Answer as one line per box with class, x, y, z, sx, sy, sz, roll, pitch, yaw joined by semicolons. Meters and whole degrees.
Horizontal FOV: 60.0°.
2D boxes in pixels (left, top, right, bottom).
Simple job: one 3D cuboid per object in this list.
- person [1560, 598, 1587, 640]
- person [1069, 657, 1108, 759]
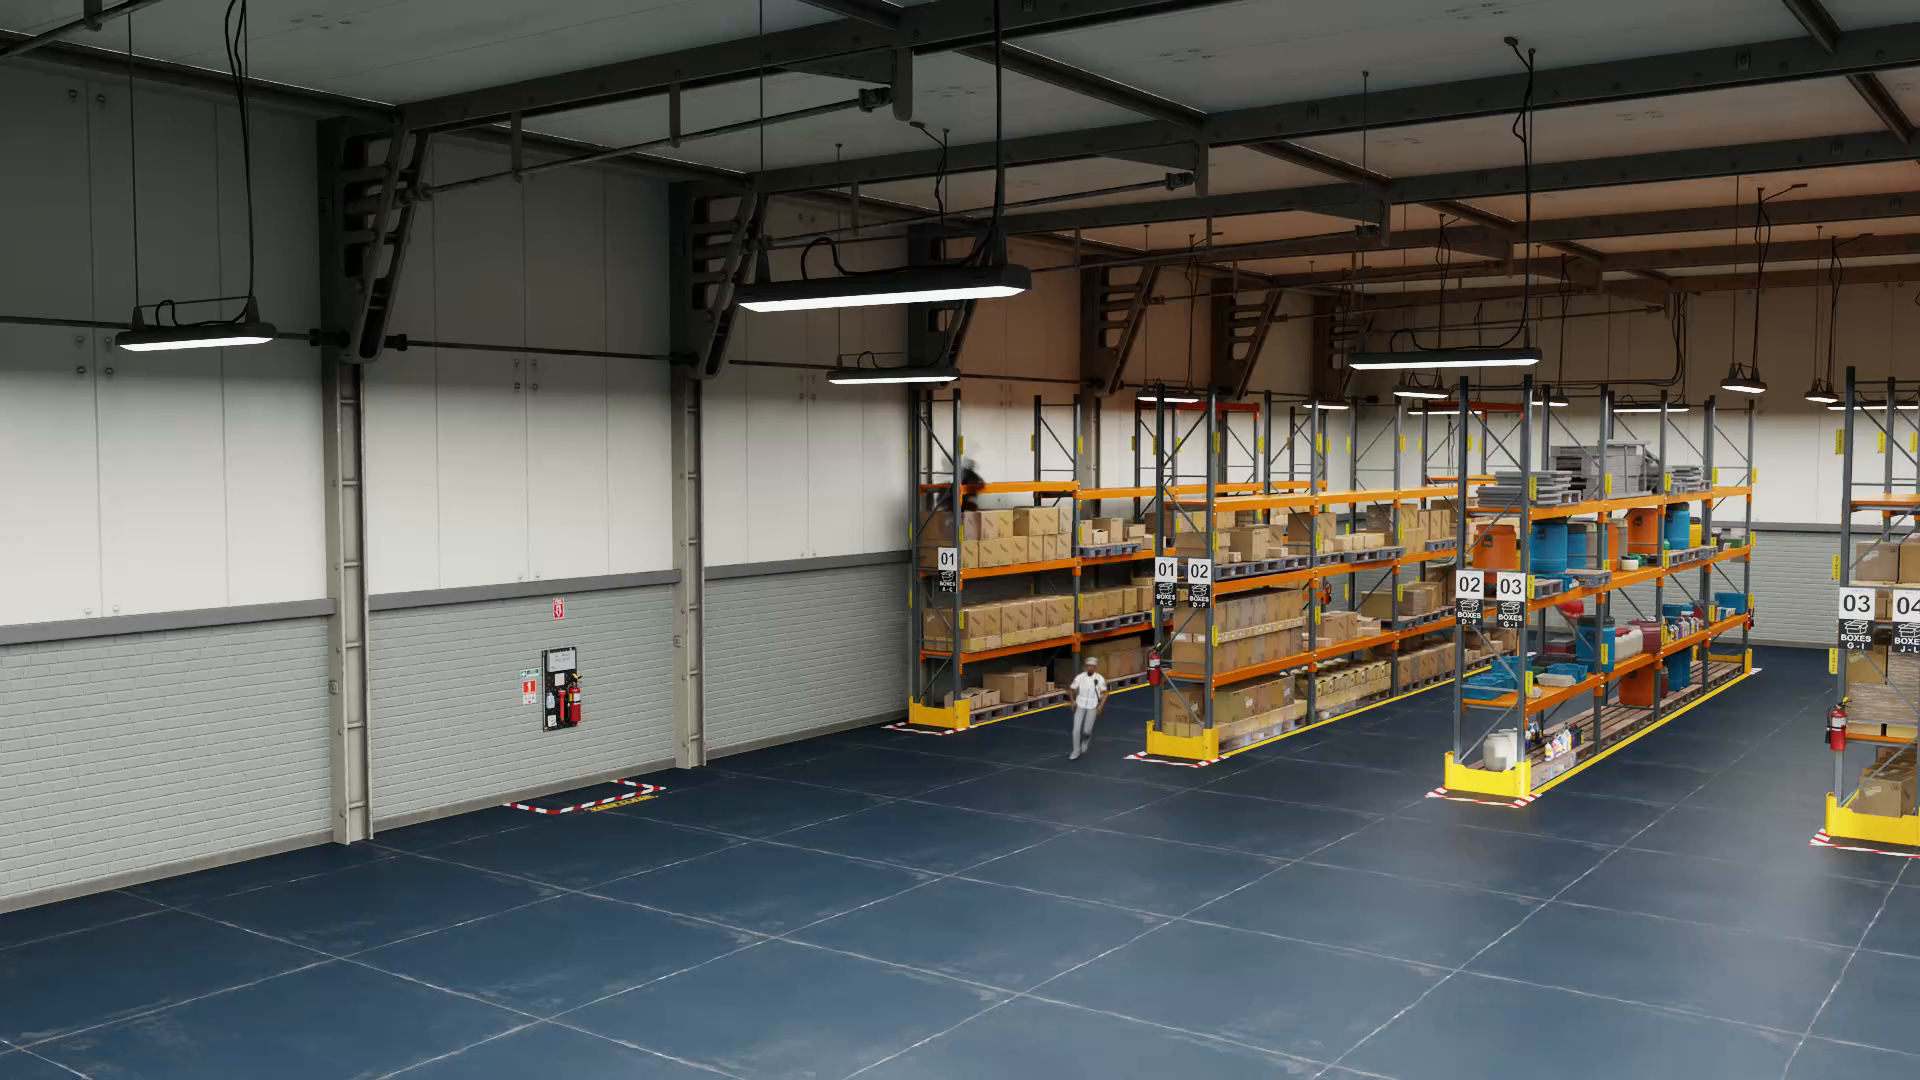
person;14.404;1.965;38.988;0.697;1.738;0.748;0;3;-7
person;2.036;2.683;26.543;0.627;1.642;0.505;1;3;11
